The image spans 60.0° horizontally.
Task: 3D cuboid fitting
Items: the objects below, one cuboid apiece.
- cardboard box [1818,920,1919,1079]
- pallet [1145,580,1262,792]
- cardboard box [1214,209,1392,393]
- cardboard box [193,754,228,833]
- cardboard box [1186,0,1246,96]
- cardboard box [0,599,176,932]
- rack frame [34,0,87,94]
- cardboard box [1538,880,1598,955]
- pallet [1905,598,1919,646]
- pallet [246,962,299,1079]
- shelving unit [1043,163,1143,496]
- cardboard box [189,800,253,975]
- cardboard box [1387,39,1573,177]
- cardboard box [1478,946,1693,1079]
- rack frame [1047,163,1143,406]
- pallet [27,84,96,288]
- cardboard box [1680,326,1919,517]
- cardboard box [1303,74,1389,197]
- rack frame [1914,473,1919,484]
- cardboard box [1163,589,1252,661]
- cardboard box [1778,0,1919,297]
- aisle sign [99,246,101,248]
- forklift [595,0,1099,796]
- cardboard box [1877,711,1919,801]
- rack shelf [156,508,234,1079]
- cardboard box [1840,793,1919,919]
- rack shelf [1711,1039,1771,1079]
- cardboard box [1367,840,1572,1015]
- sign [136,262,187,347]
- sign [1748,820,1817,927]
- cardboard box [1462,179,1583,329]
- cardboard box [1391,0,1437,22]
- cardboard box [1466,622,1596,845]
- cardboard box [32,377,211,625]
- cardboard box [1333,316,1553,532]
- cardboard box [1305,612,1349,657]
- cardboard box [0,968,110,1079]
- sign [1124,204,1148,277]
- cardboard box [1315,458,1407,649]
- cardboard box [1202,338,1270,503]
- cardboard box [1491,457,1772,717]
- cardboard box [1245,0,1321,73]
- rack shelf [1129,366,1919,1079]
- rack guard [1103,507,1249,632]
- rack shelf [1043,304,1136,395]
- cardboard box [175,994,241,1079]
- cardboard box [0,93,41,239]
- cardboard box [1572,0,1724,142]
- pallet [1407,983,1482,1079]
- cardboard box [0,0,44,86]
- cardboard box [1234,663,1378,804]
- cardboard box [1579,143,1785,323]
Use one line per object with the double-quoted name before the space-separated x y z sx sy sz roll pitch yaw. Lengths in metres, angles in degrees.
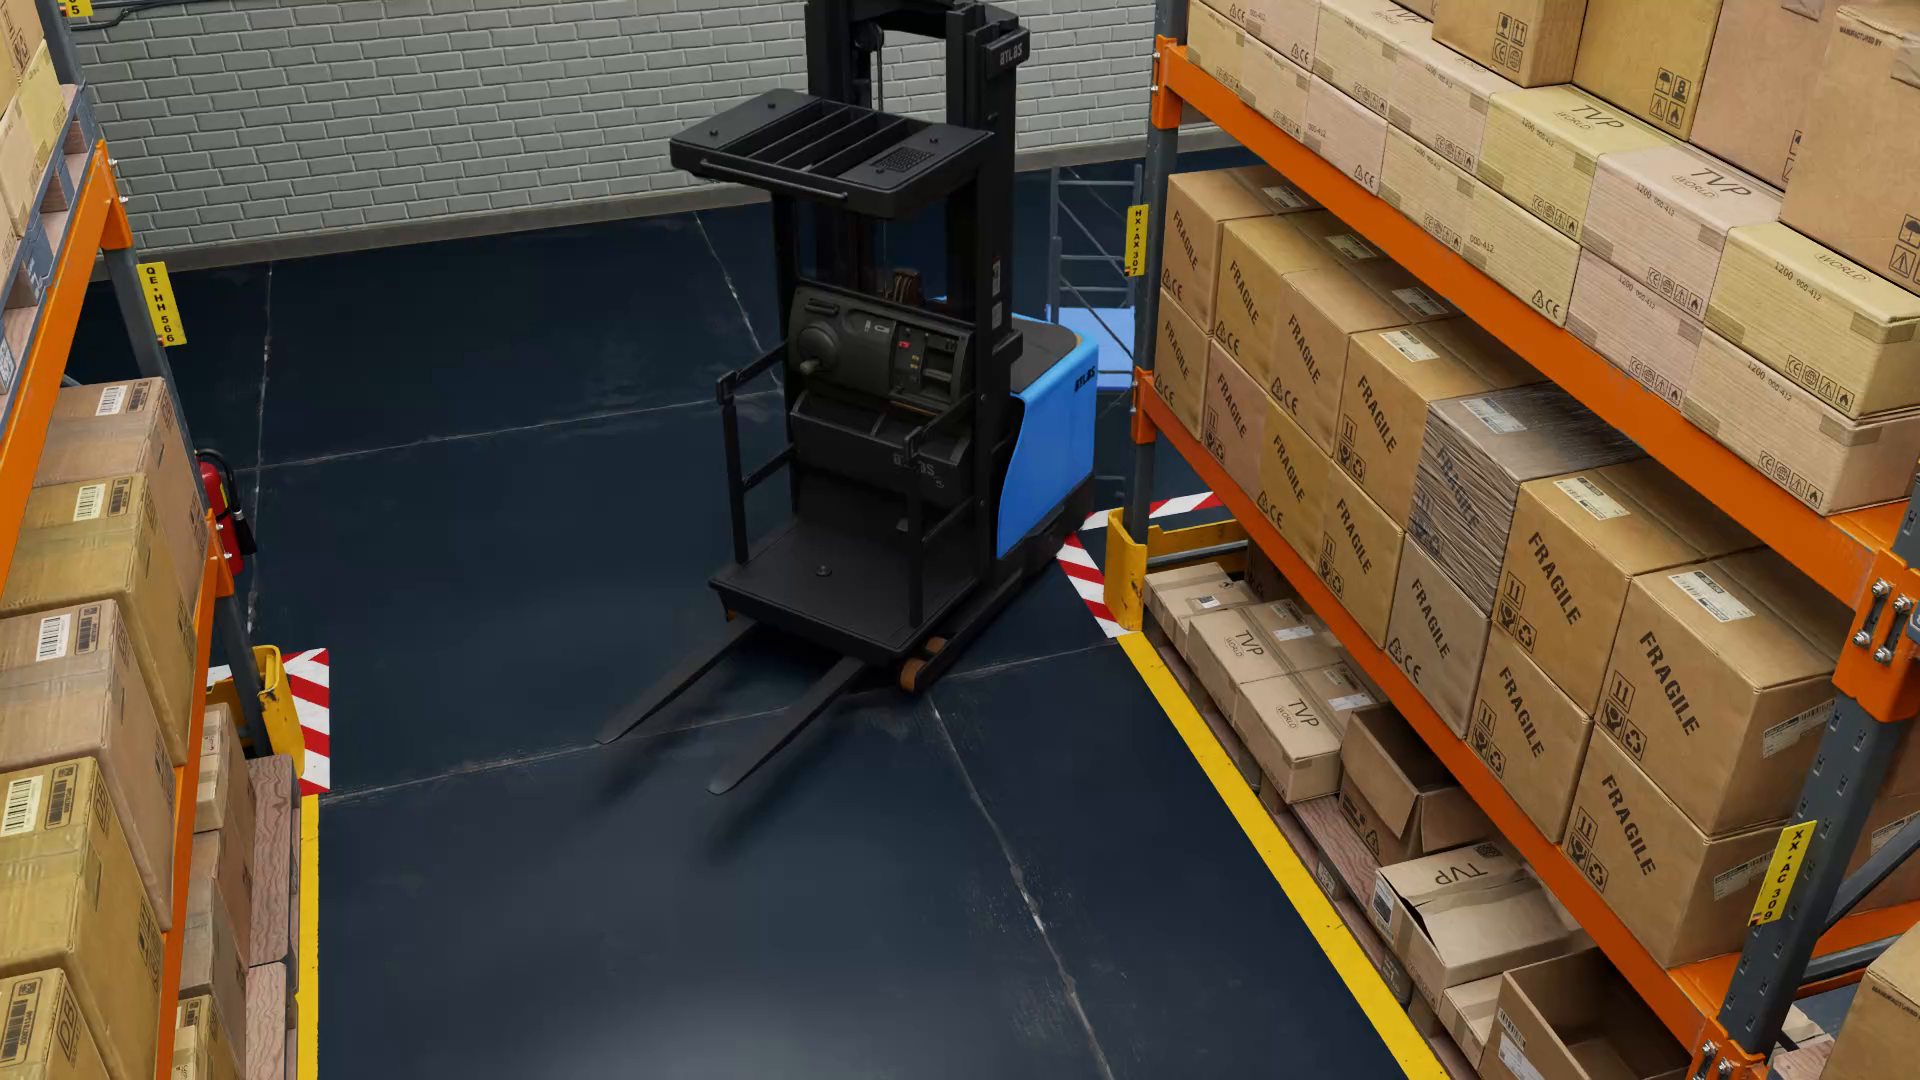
"cardboard box" 2.435 1.144 3.826 0.700 0.500 0.500 -23 40 -30
"pallet" 1.550 0.596 7.656 1.003 0.211 1.213 -10 35 -15
"cardboard box" 1.334 -0.934 6.445 0.500 0.500 0.500 -10 35 -14
"cardboard box" -2.833 0.928 5.923 0.380 0.149 0.250 -9 35 -13
"cardboard box" 1.198 -1.902 6.323 0.500 0.250 0.500 -10 35 -15
"cardboard box" -2.812 0.732 4.649 0.980 0.700 0.700 -12 35 -17
"rack frame" -3.433 -2.693 4.664 1.000 3.000 0.127 -10 35 -15
"cardboard box" 2.308 1.364 6.136 0.380 0.166 0.250 -10 35 -15
"pallet" 2.635 0.256 3.092 1.213 0.211 1.003 -10 35 -15
"pallet" -2.746 2.019 5.503 1.003 0.211 1.213 -10 35 -15
"shelving unit" 0.735 -1.160 9.145 0.538 1.500 1.048 1 33 2
"cardboard box" -2.972 1.291 5.963 0.700 0.500 0.500 -10 35 -15
"cardboard box" 1.645 -1.321 4.990 0.500 0.250 0.500 -10 35 -15
"cardboard box" 2.059 1.683 5.351 0.500 0.500 0.500 -10 35 -15
"rack frame" 0.755 -1.440 9.569 0.500 1.500 0.032 1 33 2
"pallet" -3.197 -1.017 4.928 1.003 0.211 1.213 -10 35 -15
"cardboard box" 2.102 -0.325 3.936 0.500 0.250 0.500 -10 35 -15
"cardboard box" 1.492 -1.375 5.525 0.500 0.250 0.500 -10 35 -15
"rack frame" 2.503 -1.428 2.749 1.000 3.000 0.127 -10 35 -15
"cardboard box" 1.160 0.382 7.622 0.380 0.166 0.250 -10 35 -15
"cardboard box" 2.319 -0.885 3.649 0.700 0.500 0.500 -10 35 -15
"aisle sign" -3.170 -1.363 5.734 0.394 0.787 0.004 -10 35 -15
"forklift" -0.482 -0.805 7.310 1.130 2.935 3.031 19 38 26
"cardboard box" 2.628 0.321 4.546 0.500 0.500 0.500 -9 35 -13
"rack shelf" -2.823 1.160 4.927 1.077 0.370 4.000 -10 35 -15
"cardboard box" 2.607 0.719 4.850 0.500 0.500 0.500 -9 35 -13
"rack shelf" 3.113 2.425 3.012 1.077 0.370 4.000 -10 35 -15
"cardboard box" 1.831 1.368 5.999 0.500 0.311 0.500 -10 35 -15
"sign" -2.912 -0.856 6.060 0.100 0.325 0.005 -10 35 -15
"sign" 1.989 0.809 4.020 0.100 0.325 0.005 -10 35 -15
"cardboard box" 1.799 -0.850 4.731 0.500 0.250 0.500 -10 35 -15
"cardboard box" 1.782 -1.948 5.258 0.700 0.500 0.500 -10 35 -15
"cardboard box" 1.948 0.543 5.116 0.500 0.500 0.500 -9 35 -13
"cardboard box" -3.268 -0.050 5.832 0.980 0.700 0.700 -8 34 -13
"cardboard box" 1.638 -0.404 5.643 0.500 0.500 0.500 -10 35 -15
"cardboard box" 1.721 0.445 7.527 0.380 0.166 0.250 -10 35 -15
"cardboard box" -2.363 1.497 3.492 0.980 0.700 0.700 -9 35 -14
"sign" 0.766 -1.295 7.204 0.100 0.325 0.005 -10 35 -15
"cardboard box" 1.631 0.007 5.928 0.500 0.500 0.500 -10 35 -14
"cardboard box" 1.330 -0.520 6.725 0.500 0.500 0.500 -10 35 -15
"cardboard box" 1.944 0.125 4.842 0.500 0.500 0.500 -11 35 -16
"cardboard box" 1.338 -1.846 5.784 0.500 0.250 0.500 -10 35 -15
"rack shelf" 1.893 0.325 6.190 1.077 0.370 4.000 -10 35 -15
"rack guard" 1.306 0.057 8.210 1.175 0.500 0.348 -10 35 -15
"rack shelf" 0.735 -1.010 9.244 0.538 0.185 1.000 1 33 2
"cardboard box" -2.648 1.833 5.141 0.700 0.500 0.500 -9 35 -14
"cardboard box" -2.797 -0.983 4.461 0.500 0.250 0.500 -11 35 -17
"cardboard box" 2.143 -1.432 4.478 0.700 0.500 0.500 -10 35 -15
"pallet" 2.295 1.877 5.718 1.003 0.211 1.213 -10 35 -15
"cardboard box" -2.950 -1.571 4.670 0.500 0.500 0.500 -10 35 -15
"cardboard box" 1.484 0.796 6.919 0.500 0.250 0.500 -10 35 -15
"cardboard box" 1.947 -0.796 4.195 0.500 0.250 0.500 -10 35 -15
